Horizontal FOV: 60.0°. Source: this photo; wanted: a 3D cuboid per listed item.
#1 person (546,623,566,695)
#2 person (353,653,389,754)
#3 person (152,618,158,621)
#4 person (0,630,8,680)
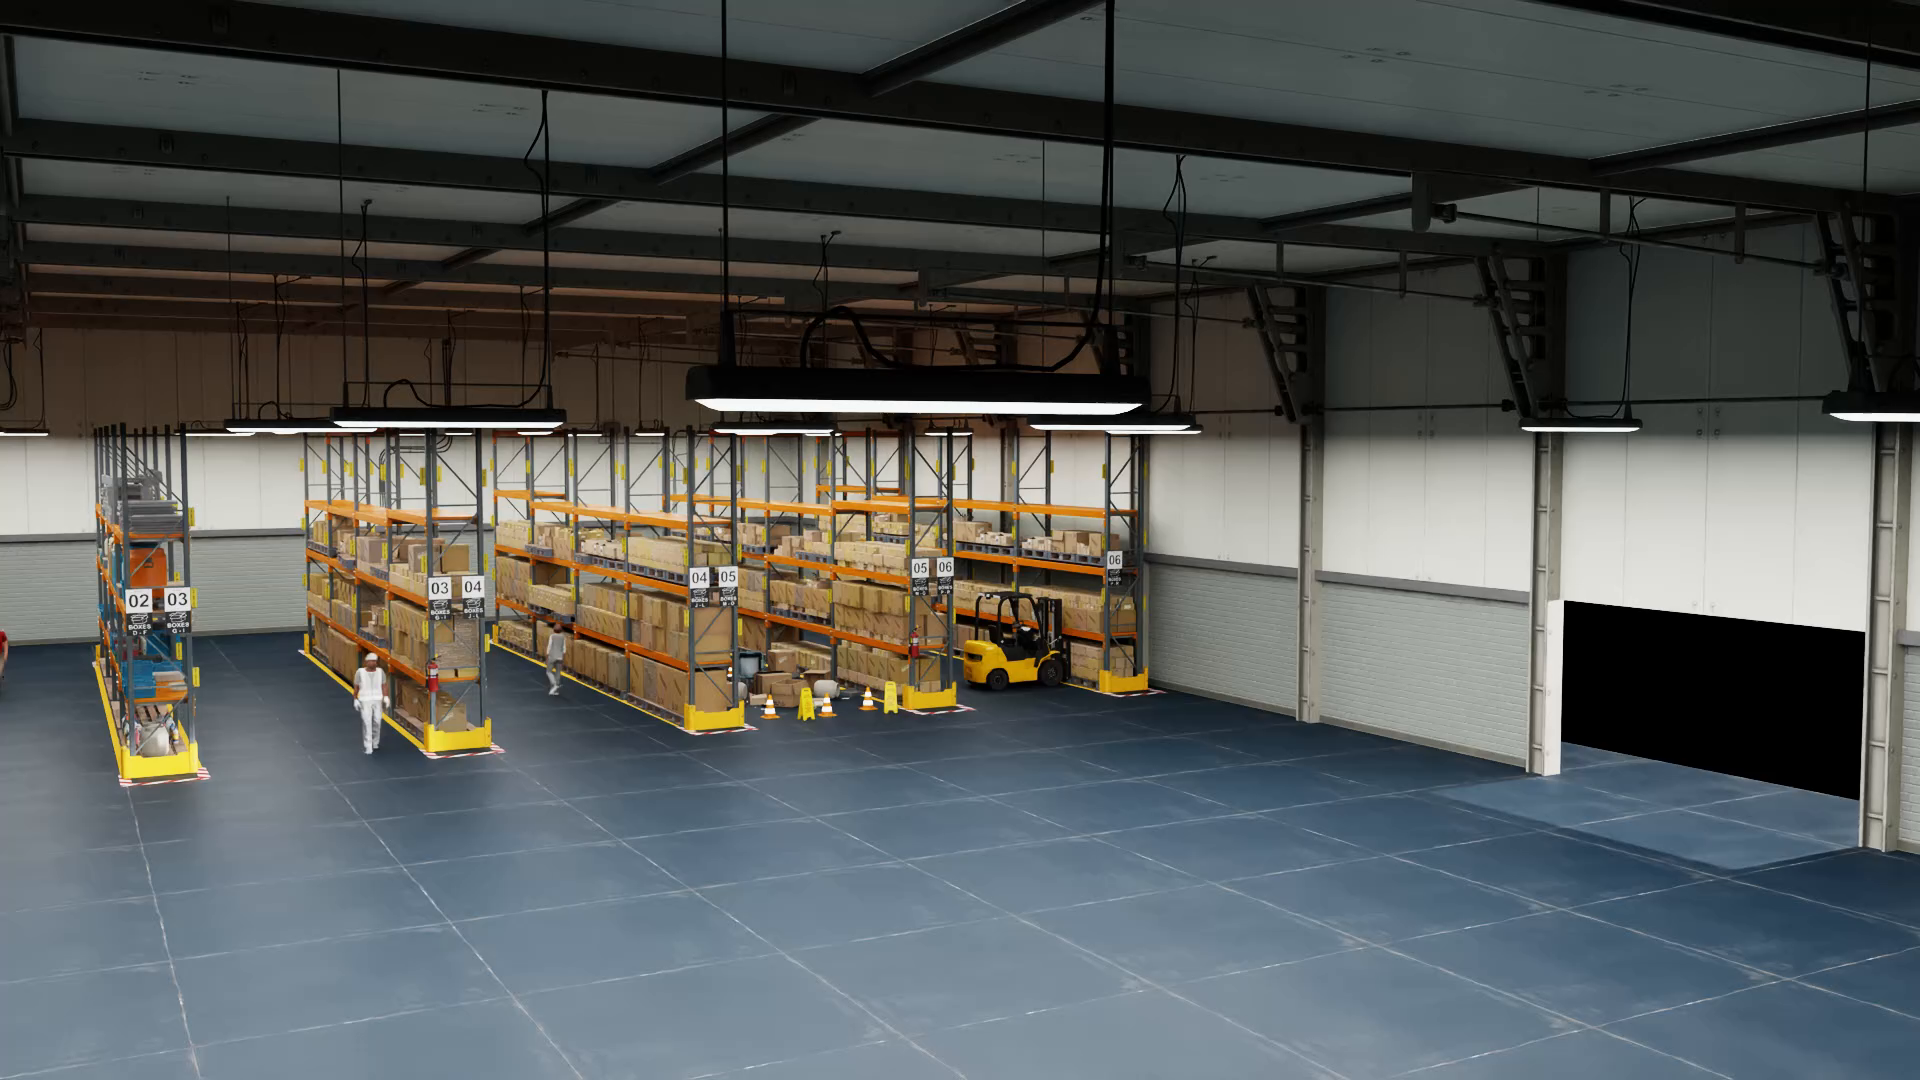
[{"bbox_3d":[-8.992,2.671,37.110,0.444,1.597,0.481,-2,4,-25],"label":"person"},{"bbox_3d":[-10.786,3.002,30.539,0.577,1.829,0.619,-2,4,-33],"label":"person"},{"bbox_3d":[-22.400,2.050,46.133,0.933,1.755,0.547,1,4,12],"label":"person"},{"bbox_3d":[-21.701,2.634,37.266,0.625,1.695,0.590,-2,4,-33],"label":"person"}]
